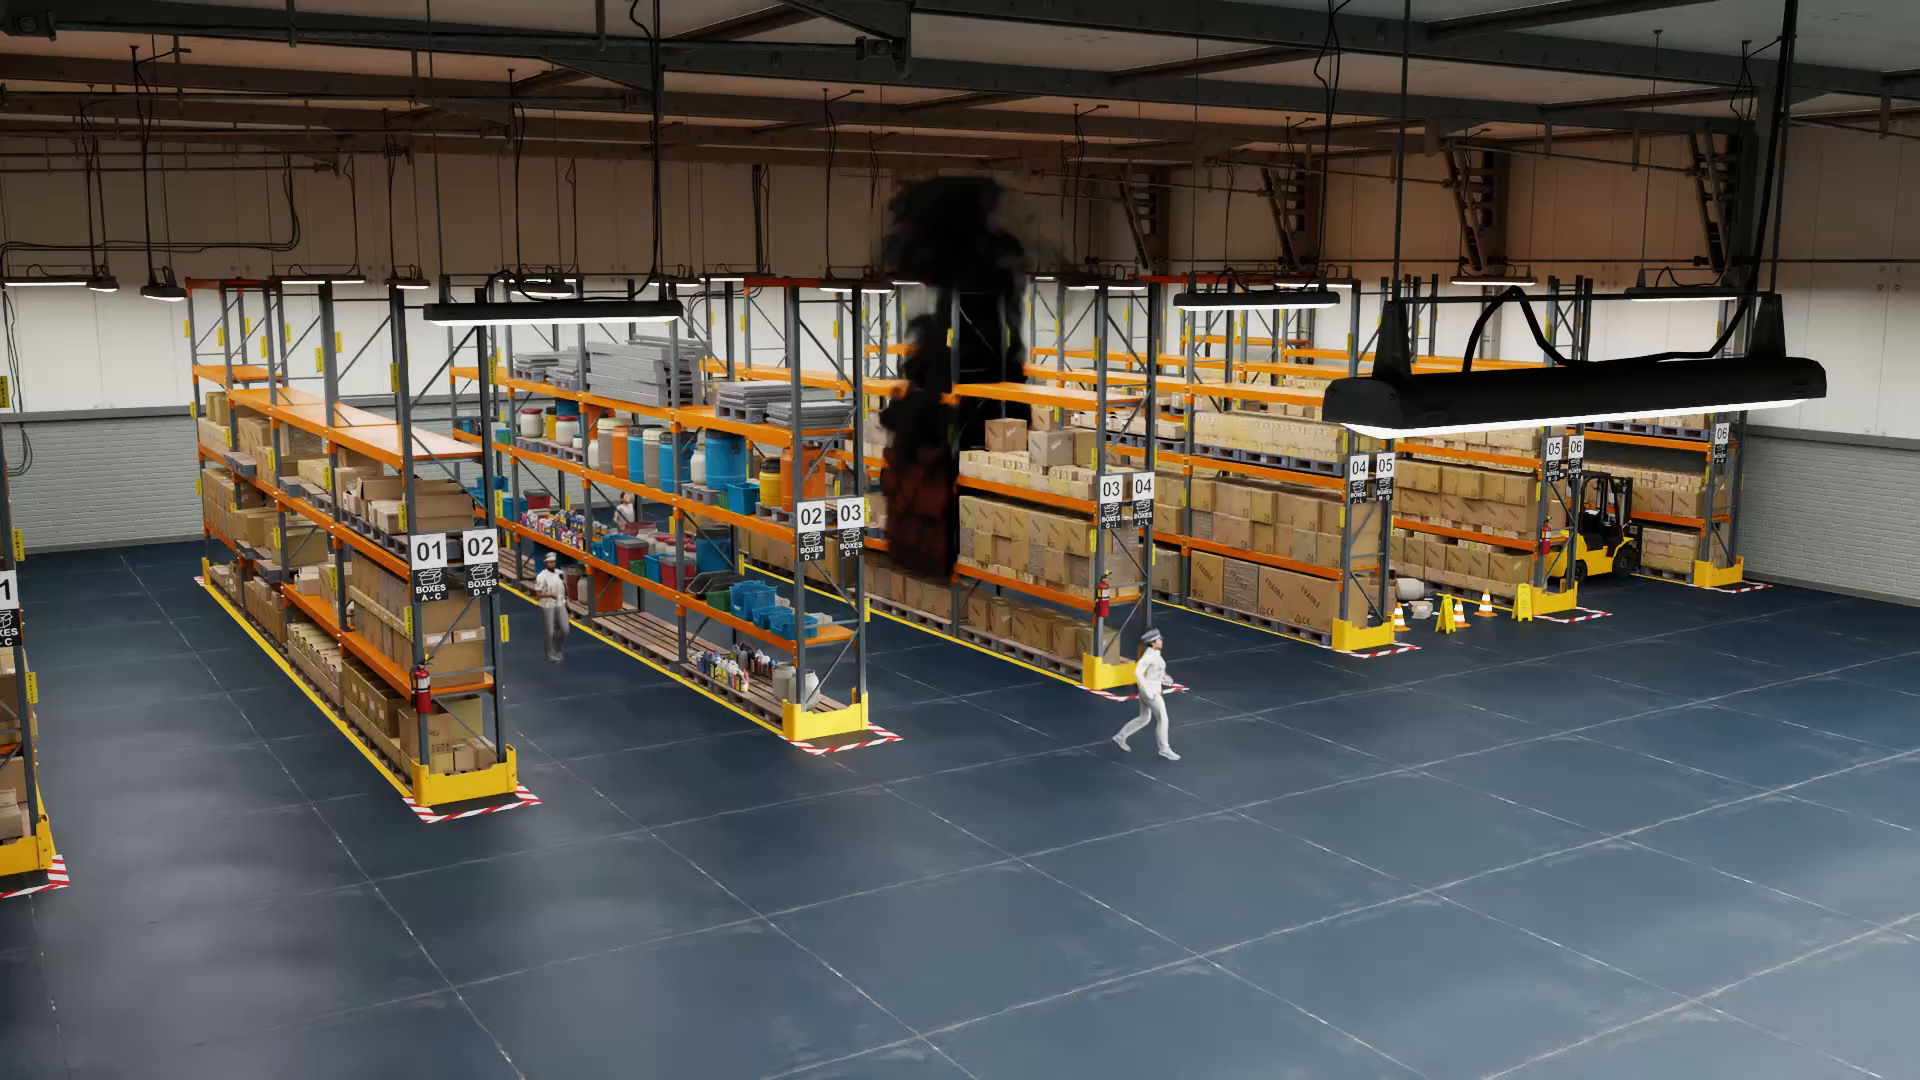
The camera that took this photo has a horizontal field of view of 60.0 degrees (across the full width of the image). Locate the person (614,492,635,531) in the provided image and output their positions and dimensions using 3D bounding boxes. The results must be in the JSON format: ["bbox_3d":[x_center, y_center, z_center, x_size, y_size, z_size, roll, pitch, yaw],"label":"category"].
[{"bbox_3d":[-6.876,-0.190,34.265,0.731,1.639,0.565,8,13,41],"label":"person"}]

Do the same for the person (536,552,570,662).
[{"bbox_3d":[-6.116,1.039,25.163,0.558,1.718,0.572,-8,12,-40],"label":"person"}]

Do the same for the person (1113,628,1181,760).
[{"bbox_3d":[2.399,1.963,21.277,0.875,1.709,0.621,0,10,2],"label":"person"}]

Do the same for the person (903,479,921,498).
[{"bbox_3d":[-1.015,-0.518,36.186,0.616,1.660,0.532,-5,11,-27],"label":"person"}]
